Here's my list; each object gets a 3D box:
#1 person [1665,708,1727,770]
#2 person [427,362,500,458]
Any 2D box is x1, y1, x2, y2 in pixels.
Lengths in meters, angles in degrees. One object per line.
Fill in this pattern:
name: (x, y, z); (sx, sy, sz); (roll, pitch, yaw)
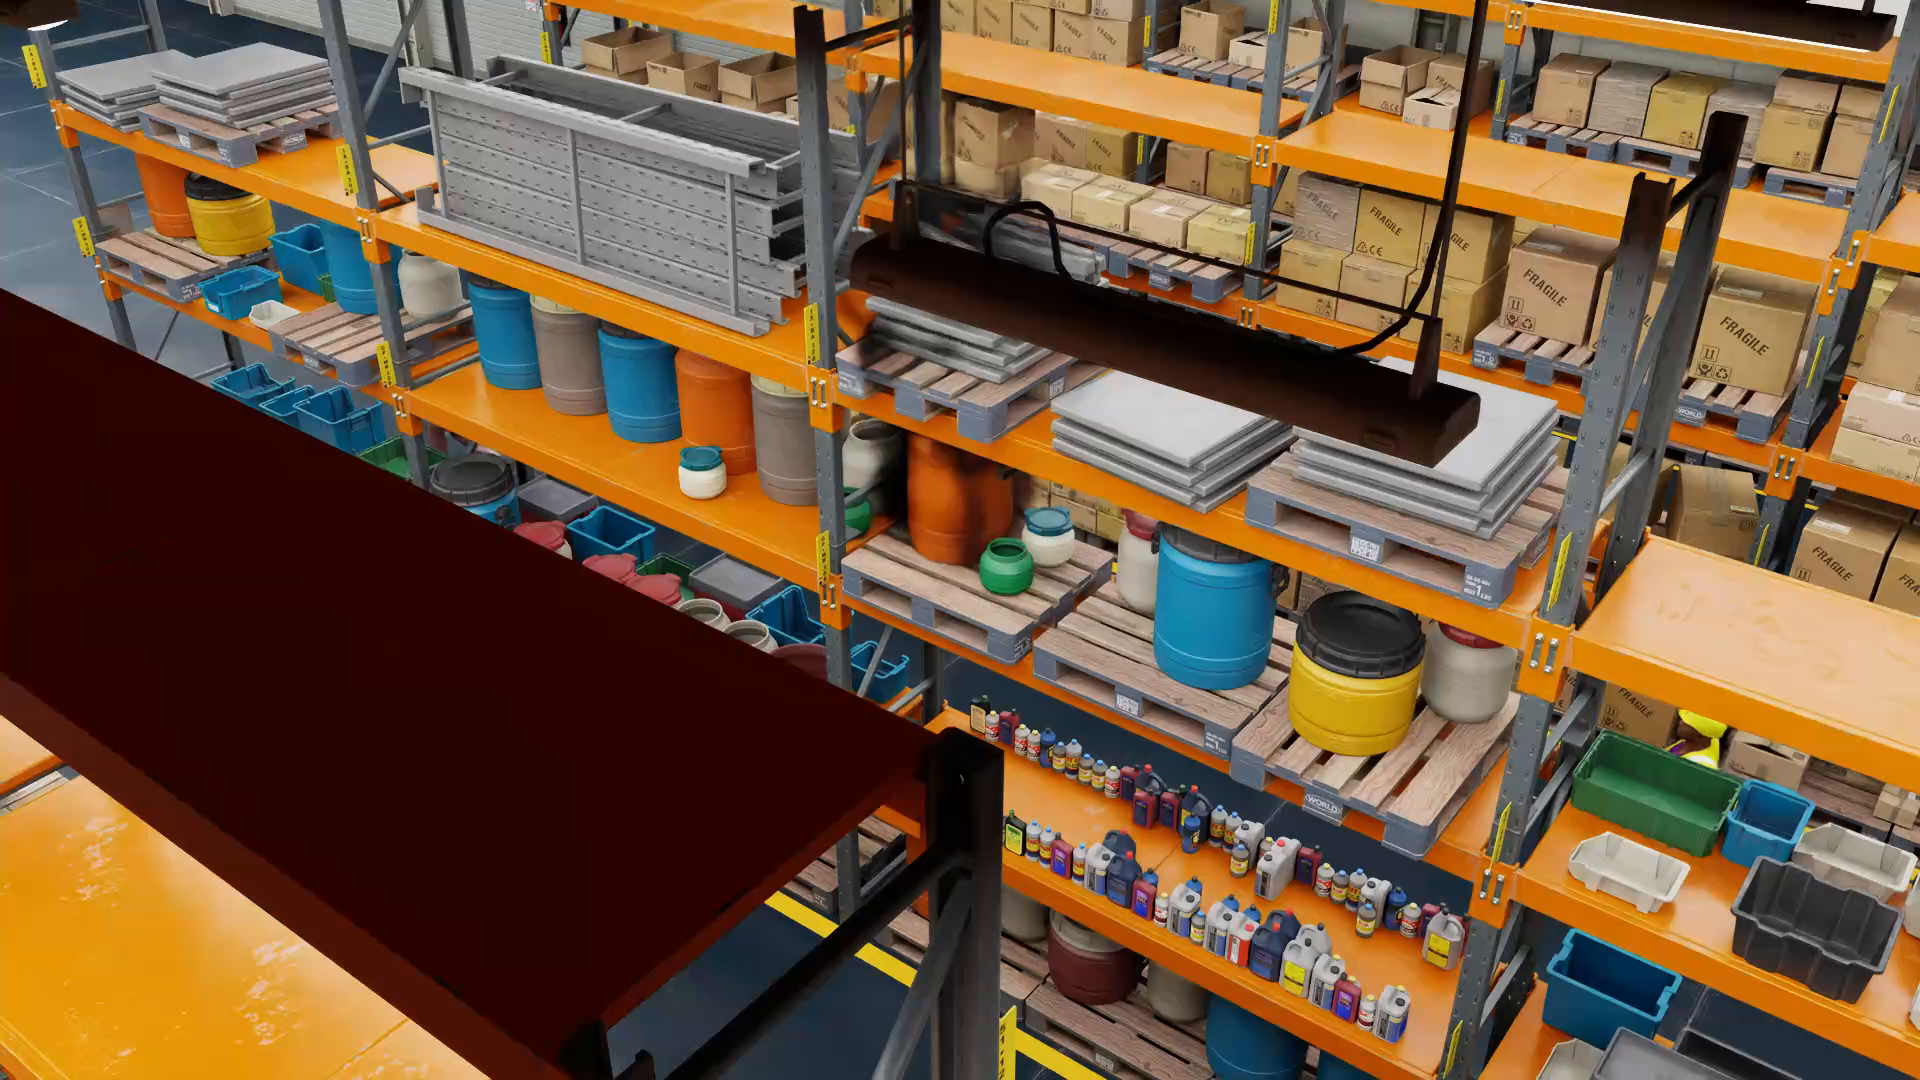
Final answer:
person: (4.535, 1.755, 10.734); (0.582, 1.721, 0.688); (16, 35, 24)
person: (-4.891, -1.300, 15.855); (0.878, 1.608, 0.592); (18, 36, 27)
